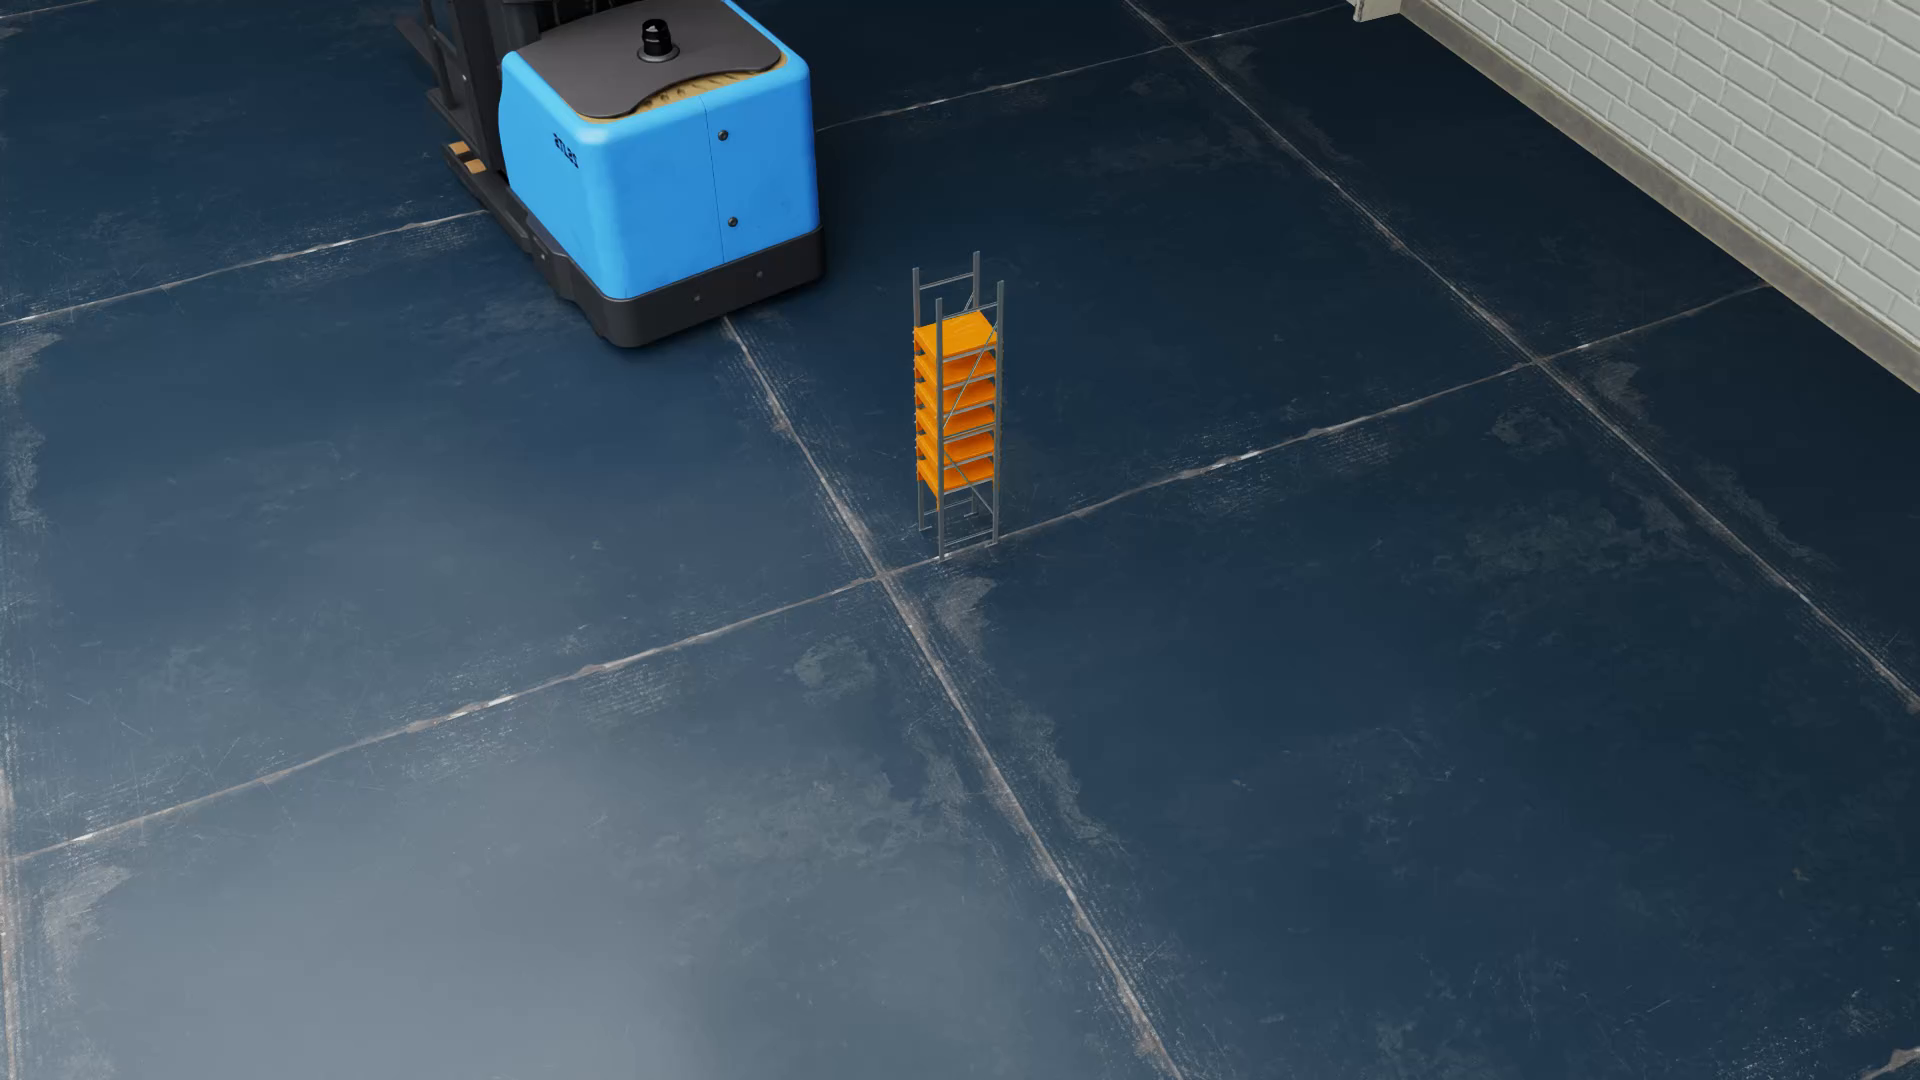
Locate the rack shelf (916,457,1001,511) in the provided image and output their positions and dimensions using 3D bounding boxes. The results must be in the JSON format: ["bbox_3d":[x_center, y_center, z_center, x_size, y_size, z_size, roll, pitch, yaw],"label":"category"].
[{"bbox_3d":[-0.006,-0.234,6.038,0.258,0.103,0.180,-18,47,-17],"label":"rack shelf"}]

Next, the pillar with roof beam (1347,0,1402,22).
[{"bbox_3d":[-1.663,-4.945,4.854,9.100,9.000,0.400,-18,47,-17],"label":"pillar with roof beam"}]

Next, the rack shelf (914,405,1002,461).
[{"bbox_3d":[-0.006,-0.405,5.869,0.258,0.103,0.180,-18,47,-17],"label":"rack shelf"}]

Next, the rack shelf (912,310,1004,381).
[{"bbox_3d":[-0.006,-0.661,5.616,0.258,0.103,0.180,-18,47,-17],"label":"rack shelf"}]

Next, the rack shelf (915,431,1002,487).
[{"bbox_3d":[-0.006,-0.319,5.953,0.258,0.103,0.180,-18,47,-17],"label":"rack shelf"}]

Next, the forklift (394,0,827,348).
[{"bbox_3d":[-1.831,-2.855,7.057,1.130,2.935,3.031,-25,50,-23],"label":"forklift"}]

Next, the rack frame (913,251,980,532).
[{"bbox_3d":[-0.045,-0.495,5.897,0.240,1.200,0.006,-18,47,-17],"label":"rack frame"}]

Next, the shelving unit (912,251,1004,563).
[{"bbox_3d":[-0.006,-0.436,5.838,0.258,1.200,0.189,-18,47,-17],"label":"shelving unit"}]

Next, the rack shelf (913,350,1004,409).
[{"bbox_3d":[-0.006,-0.576,5.701,0.258,0.103,0.180,-18,47,-17],"label":"rack shelf"}]

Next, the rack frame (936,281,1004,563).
[{"bbox_3d":[0.032,-0.378,5.779,0.240,1.200,0.006,-18,47,-17],"label":"rack frame"}]

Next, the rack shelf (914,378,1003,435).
[{"bbox_3d":[-0.006,-0.490,5.785,0.258,0.103,0.180,-18,47,-17],"label":"rack shelf"}]
